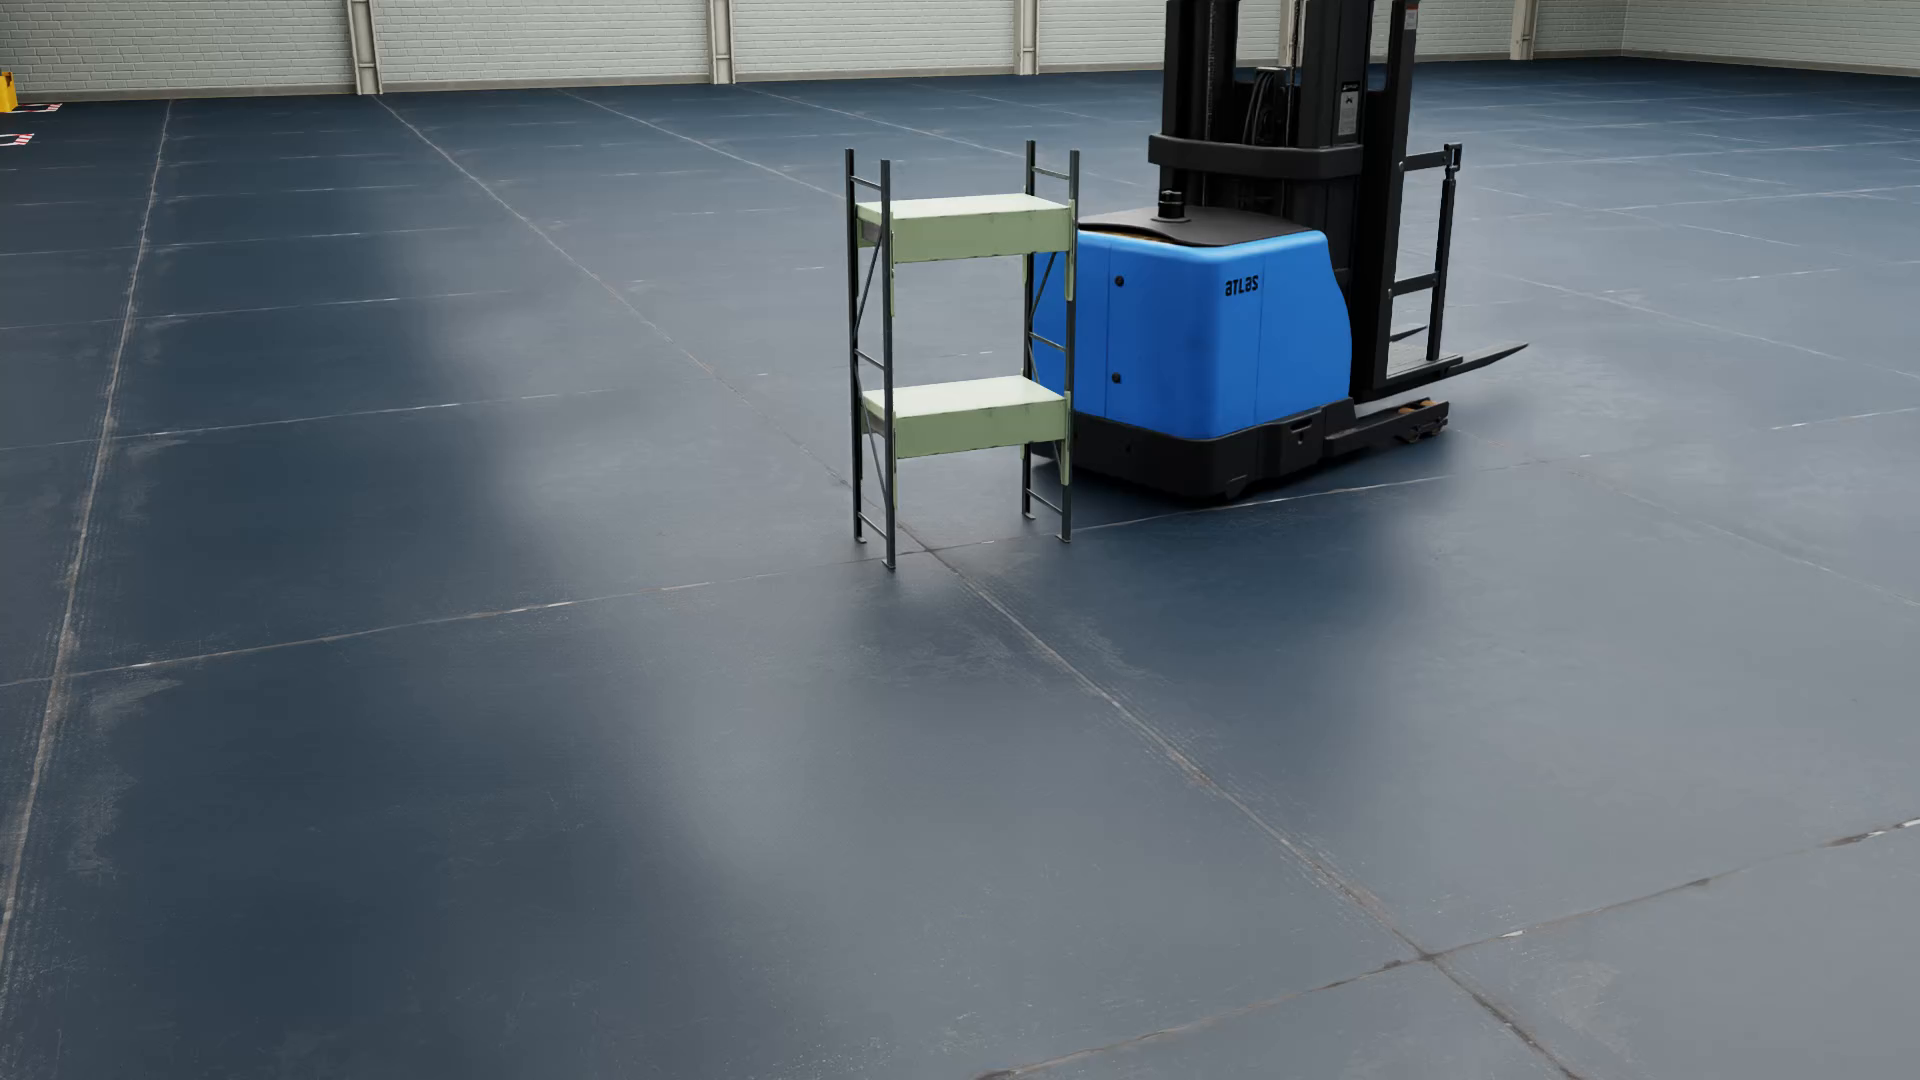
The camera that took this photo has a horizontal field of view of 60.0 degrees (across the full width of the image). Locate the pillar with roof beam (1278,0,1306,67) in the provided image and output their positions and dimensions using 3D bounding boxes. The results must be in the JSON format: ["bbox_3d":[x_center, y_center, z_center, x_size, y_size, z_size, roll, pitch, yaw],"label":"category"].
[{"bbox_3d":[8.481,-12.673,28.964,0.400,9.000,9.100,-8,21,-22],"label":"pillar with roof beam"}]

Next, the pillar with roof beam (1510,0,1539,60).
[{"bbox_3d":[13.991,-13.462,31.206,0.400,9.000,9.100,-8,21,-22],"label":"pillar with roof beam"}]

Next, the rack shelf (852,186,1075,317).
[{"bbox_3d":[0.006,-1.076,6.146,0.720,0.370,0.431,-8,21,-22],"label":"rack shelf"}]

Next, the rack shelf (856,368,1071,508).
[{"bbox_3d":[0.006,-0.401,6.384,0.720,0.370,0.431,-8,21,-22],"label":"rack shelf"}]

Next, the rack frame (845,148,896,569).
[{"bbox_3d":[-0.330,-0.660,6.139,0.023,1.500,0.400,-8,21,-22],"label":"rack frame"}]

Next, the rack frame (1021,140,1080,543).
[{"bbox_3d":[0.342,-0.756,6.412,0.023,1.500,0.400,-8,21,-22],"label":"rack frame"}]

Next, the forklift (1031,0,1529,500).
[{"bbox_3d":[1.697,-1.949,7.644,3.031,2.935,1.130,-18,26,-41],"label":"forklift"}]

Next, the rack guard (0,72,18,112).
[{"bbox_3d":[-14.242,-6.639,24.626,0.348,0.500,1.175,-8,21,-22],"label":"rack guard"}]

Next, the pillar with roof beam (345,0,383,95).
[{"bbox_3d":[-8.046,-10.305,22.239,0.400,9.000,9.100,-8,21,-22],"label":"pillar with roof beam"}]

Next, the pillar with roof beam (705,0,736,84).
[{"bbox_3d":[-2.537,-11.094,24.481,0.400,9.000,9.100,-8,21,-22],"label":"pillar with roof beam"}]

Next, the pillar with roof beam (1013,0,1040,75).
[{"bbox_3d":[2.972,-11.883,26.723,0.400,9.000,9.100,-8,21,-22],"label":"pillar with roof beam"}]

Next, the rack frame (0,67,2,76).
[{"bbox_3d":[-14.264,-7.815,24.202,0.127,3.000,1.000,-8,21,-22],"label":"rack frame"}]

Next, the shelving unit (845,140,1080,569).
[{"bbox_3d":[0.006,-0.708,6.275,0.755,1.500,0.431,-8,21,-22],"label":"shelving unit"}]
